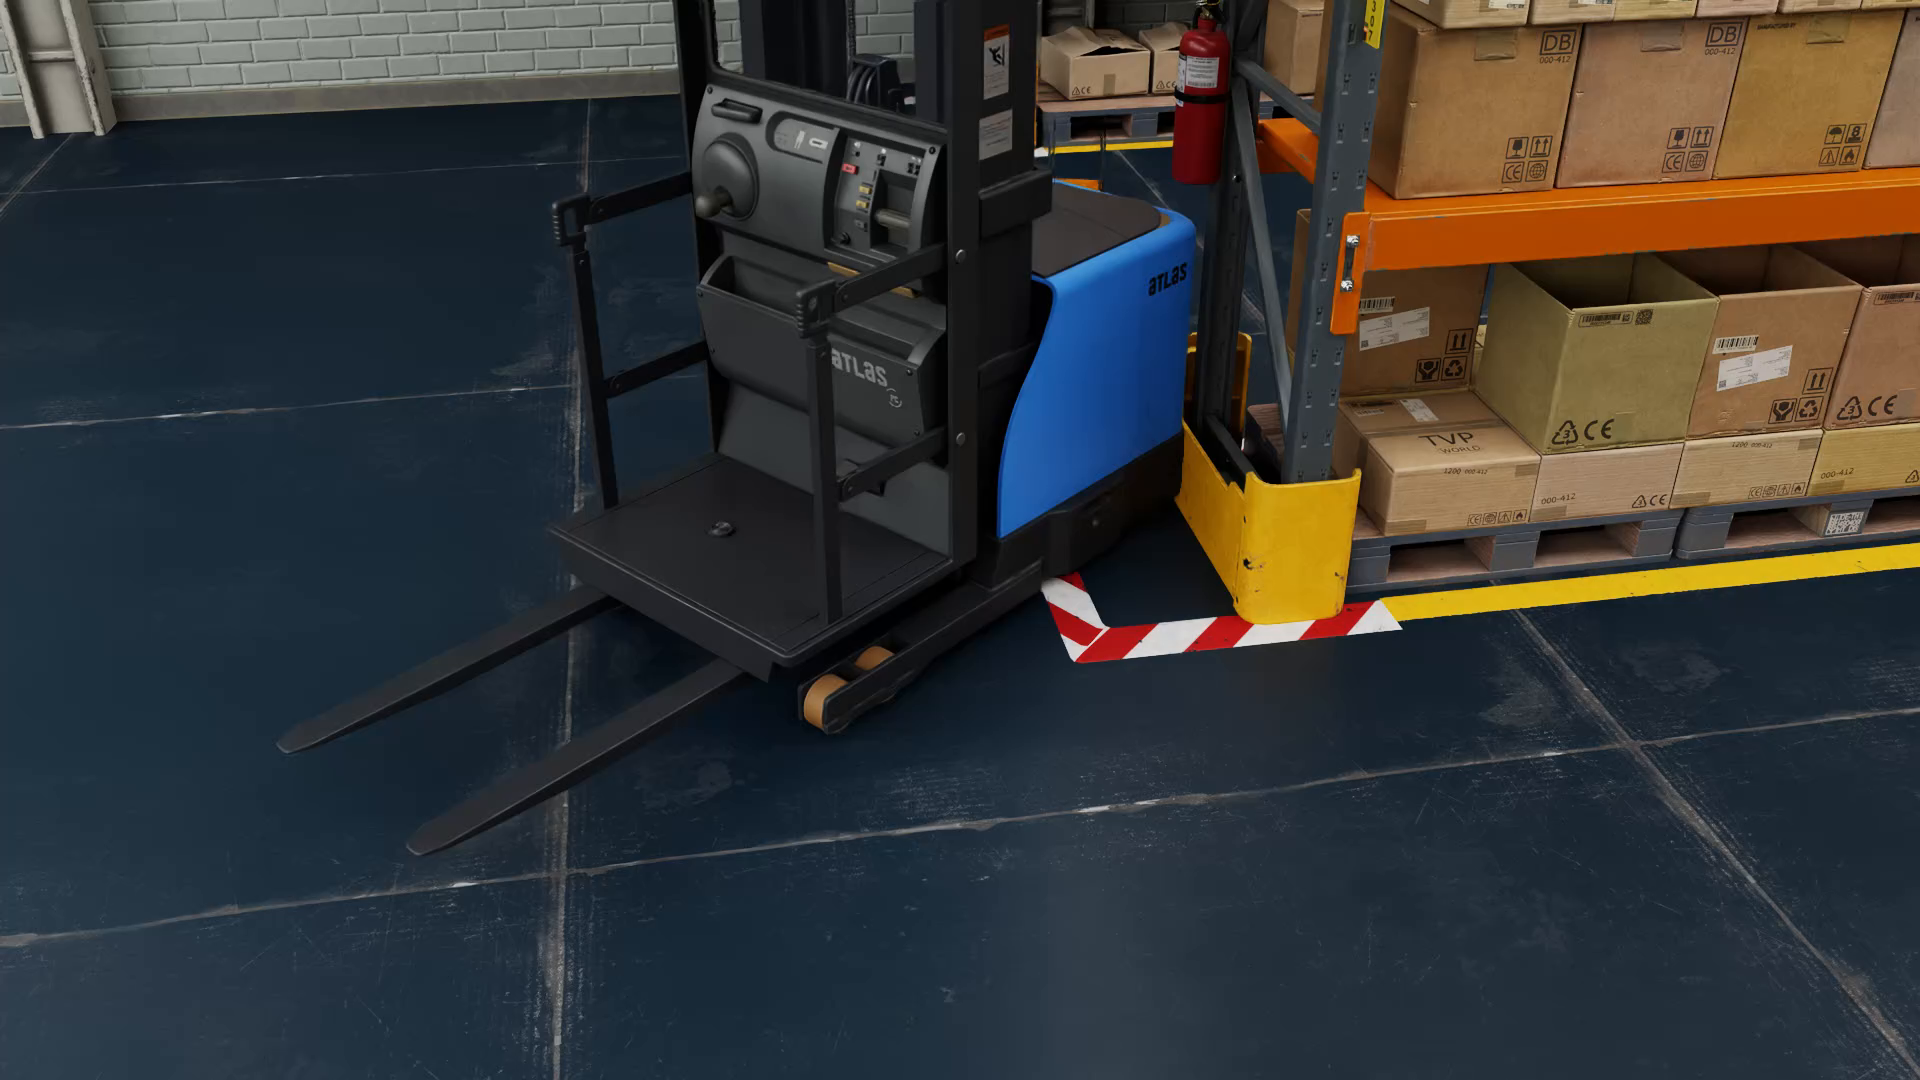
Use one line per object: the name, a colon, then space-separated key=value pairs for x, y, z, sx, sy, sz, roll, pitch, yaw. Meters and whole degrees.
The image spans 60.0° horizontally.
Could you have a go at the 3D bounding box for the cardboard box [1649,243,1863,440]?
cardboard box: x=2.545 y=-0.682 z=5.510 sx=0.500 sy=0.500 sz=0.500 roll=-5 pitch=31 yaw=-9

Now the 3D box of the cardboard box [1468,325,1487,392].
cardboard box: x=1.961 y=-0.570 z=6.059 sx=0.500 sy=0.250 sz=0.500 roll=-5 pitch=31 yaw=-9

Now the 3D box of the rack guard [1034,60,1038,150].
rack guard: x=0.175 y=-2.725 z=9.892 sx=0.348 sy=0.500 sz=1.175 roll=-5 pitch=31 yaw=-9

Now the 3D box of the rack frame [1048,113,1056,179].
rack frame: x=0.327 y=-0.962 z=6.201 sx=0.006 sy=1.200 sz=0.240 roll=4 pitch=31 yaw=6

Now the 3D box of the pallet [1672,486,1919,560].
pallet: x=2.939 y=-0.325 z=6.094 sx=1.213 sy=0.211 sz=1.003 roll=-5 pitch=31 yaw=-9

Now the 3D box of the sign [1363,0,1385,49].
sign: x=1.091 y=-1.457 z=4.336 sx=0.005 sy=0.325 sz=0.100 roll=-5 pitch=31 yaw=-9

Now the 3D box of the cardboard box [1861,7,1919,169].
cardboard box: x=2.980 y=-1.549 z=5.326 sx=0.500 sy=0.500 sz=0.700 roll=-4 pitch=31 yaw=-7

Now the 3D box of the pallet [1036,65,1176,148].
pallet: x=0.981 y=-2.658 z=10.061 sx=1.213 sy=0.211 sz=1.003 roll=-5 pitch=31 yaw=-9

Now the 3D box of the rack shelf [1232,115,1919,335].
rack shelf: x=2.964 y=-1.199 z=5.540 sx=4.000 sy=0.370 sz=1.077 roll=-5 pitch=31 yaw=-9

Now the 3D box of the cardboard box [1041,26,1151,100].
cardboard box: x=0.797 y=-2.845 z=9.848 sx=0.500 sy=0.311 sz=0.500 roll=-9 pitch=32 yaw=-15

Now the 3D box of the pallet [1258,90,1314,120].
pallet: x=2.178 y=-2.767 z=10.248 sx=1.213 sy=0.211 sz=1.003 roll=-5 pitch=31 yaw=-9

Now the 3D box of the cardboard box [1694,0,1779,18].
cardboard box: x=2.175 y=-1.647 z=4.853 sx=0.250 sy=0.149 sz=0.380 roll=-6 pitch=31 yaw=-10

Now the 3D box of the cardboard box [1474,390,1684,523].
cardboard box: x=2.055 y=-0.308 z=5.613 sx=0.500 sy=0.250 sz=0.500 roll=-5 pitch=31 yaw=-9

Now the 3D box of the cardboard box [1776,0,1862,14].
cardboard box: x=2.437 y=-1.673 z=4.897 sx=0.250 sy=0.149 sz=0.380 roll=-6 pitch=31 yaw=-11

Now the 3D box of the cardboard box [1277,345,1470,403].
cardboard box: x=1.471 y=-0.519 z=5.971 sx=0.500 sy=0.250 sz=0.500 roll=-5 pitch=31 yaw=-9

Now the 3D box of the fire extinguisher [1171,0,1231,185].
fire extinguisher: x=0.797 y=-1.514 z=5.442 sx=0.183 sy=0.674 sz=0.296 roll=-5 pitch=31 yaw=-9

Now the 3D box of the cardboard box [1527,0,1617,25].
cardboard box: x=1.681 y=-1.603 z=4.779 sx=0.250 sy=0.149 sz=0.380 roll=-6 pitch=31 yaw=-10

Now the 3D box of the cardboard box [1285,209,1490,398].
cardboard box: x=1.471 y=-0.843 z=5.783 sx=0.500 sy=0.500 sz=0.500 roll=-5 pitch=31 yaw=-9

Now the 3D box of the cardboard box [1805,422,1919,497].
cardboard box: x=3.040 y=-0.397 z=5.763 sx=0.500 sy=0.250 sz=0.500 roll=-5 pitch=31 yaw=-9

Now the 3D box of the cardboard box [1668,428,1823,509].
cardboard box: x=2.547 y=-0.353 z=5.690 sx=0.500 sy=0.250 sz=0.500 roll=-5 pitch=31 yaw=-9

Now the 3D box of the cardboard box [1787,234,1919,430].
cardboard box: x=3.040 y=-0.719 z=5.572 sx=0.500 sy=0.500 sz=0.500 roll=-5 pitch=31 yaw=-9

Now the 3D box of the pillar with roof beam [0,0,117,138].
pillar with roof beam: x=-4.493 y=-4.183 z=3.986 sx=0.400 sy=9.000 sz=9.100 roll=-5 pitch=31 yaw=-9

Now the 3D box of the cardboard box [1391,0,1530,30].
cardboard box: x=1.421 y=-1.578 z=4.735 sx=0.250 sy=0.149 sz=0.380 roll=-6 pitch=31 yaw=-9

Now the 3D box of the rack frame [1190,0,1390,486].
rack frame: x=0.997 y=-1.327 z=5.047 sx=0.127 sy=3.000 sz=1.000 roll=-5 pitch=31 yaw=-9

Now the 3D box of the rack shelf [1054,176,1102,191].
rack shelf: x=0.418 y=-1.228 z=6.031 sx=0.180 sy=0.103 sz=0.258 roll=4 pitch=31 yaw=6

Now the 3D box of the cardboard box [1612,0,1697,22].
cardboard box: x=1.926 y=-1.625 z=4.816 sx=0.250 sy=0.149 sz=0.380 roll=-5 pitch=31 yaw=-9

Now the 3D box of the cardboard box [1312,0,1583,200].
cardboard box: x=1.458 y=-1.406 z=5.083 sx=0.500 sy=0.500 sz=0.700 roll=-5 pitch=31 yaw=-9

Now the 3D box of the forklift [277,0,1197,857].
forklift: x=-0.559 y=-0.996 z=4.553 sx=1.130 sy=2.935 sz=3.031 roll=24 pitch=38 yaw=35

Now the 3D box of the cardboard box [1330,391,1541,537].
cardboard box: x=1.564 y=-0.260 z=5.532 sx=0.500 sy=0.250 sz=0.500 roll=-5 pitch=31 yaw=-9

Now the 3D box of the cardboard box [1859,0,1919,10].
cardboard box: x=2.688 y=-1.696 z=4.937 sx=0.250 sy=0.149 sz=0.380 roll=-6 pitch=31 yaw=-10

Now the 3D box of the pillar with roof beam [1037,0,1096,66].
pillar with roof beam: x=1.409 y=-4.731 z=4.918 sx=0.400 sy=9.000 sz=9.100 roll=-5 pitch=31 yaw=-9

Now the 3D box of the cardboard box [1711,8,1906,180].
cardboard box: x=2.463 y=-1.499 z=5.241 sx=0.500 sy=0.500 sz=0.700 roll=-5 pitch=31 yaw=-9

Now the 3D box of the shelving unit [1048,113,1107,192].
shelving unit: x=0.418 y=-0.956 z=6.191 sx=0.189 sy=1.200 sz=0.258 roll=4 pitch=31 yaw=6

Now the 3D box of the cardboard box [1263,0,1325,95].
cardboard box: x=2.089 y=-3.021 z=9.960 sx=0.500 sy=0.500 sz=0.700 roll=-7 pitch=31 yaw=-12

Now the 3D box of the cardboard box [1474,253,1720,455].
cardboard box: x=2.056 y=-0.630 z=5.421 sx=0.500 sy=0.500 sz=0.500 roll=-5 pitch=31 yaw=-9

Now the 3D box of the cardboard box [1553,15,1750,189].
cardboard box: x=1.974 y=-1.456 z=5.169 sx=0.500 sy=0.500 sz=0.700 roll=-5 pitch=31 yaw=-8

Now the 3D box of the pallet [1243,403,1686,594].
pallet: x=1.741 y=-0.215 z=5.908 sx=1.213 sy=0.211 sz=1.003 roll=-5 pitch=31 yaw=-9

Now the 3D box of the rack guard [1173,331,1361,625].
rack guard: x=0.973 y=-0.247 z=5.677 sx=0.348 sy=0.500 sz=1.175 roll=-5 pitch=31 yaw=-9

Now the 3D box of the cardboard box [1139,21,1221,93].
cardboard box: x=1.358 y=-2.897 z=9.936 sx=0.500 sy=0.311 sz=0.500 roll=-3 pitch=31 yaw=-5

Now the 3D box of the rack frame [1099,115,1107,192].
rack frame: x=0.509 y=-0.950 z=6.181 sx=0.006 sy=1.200 sz=0.240 roll=4 pitch=31 yaw=6
